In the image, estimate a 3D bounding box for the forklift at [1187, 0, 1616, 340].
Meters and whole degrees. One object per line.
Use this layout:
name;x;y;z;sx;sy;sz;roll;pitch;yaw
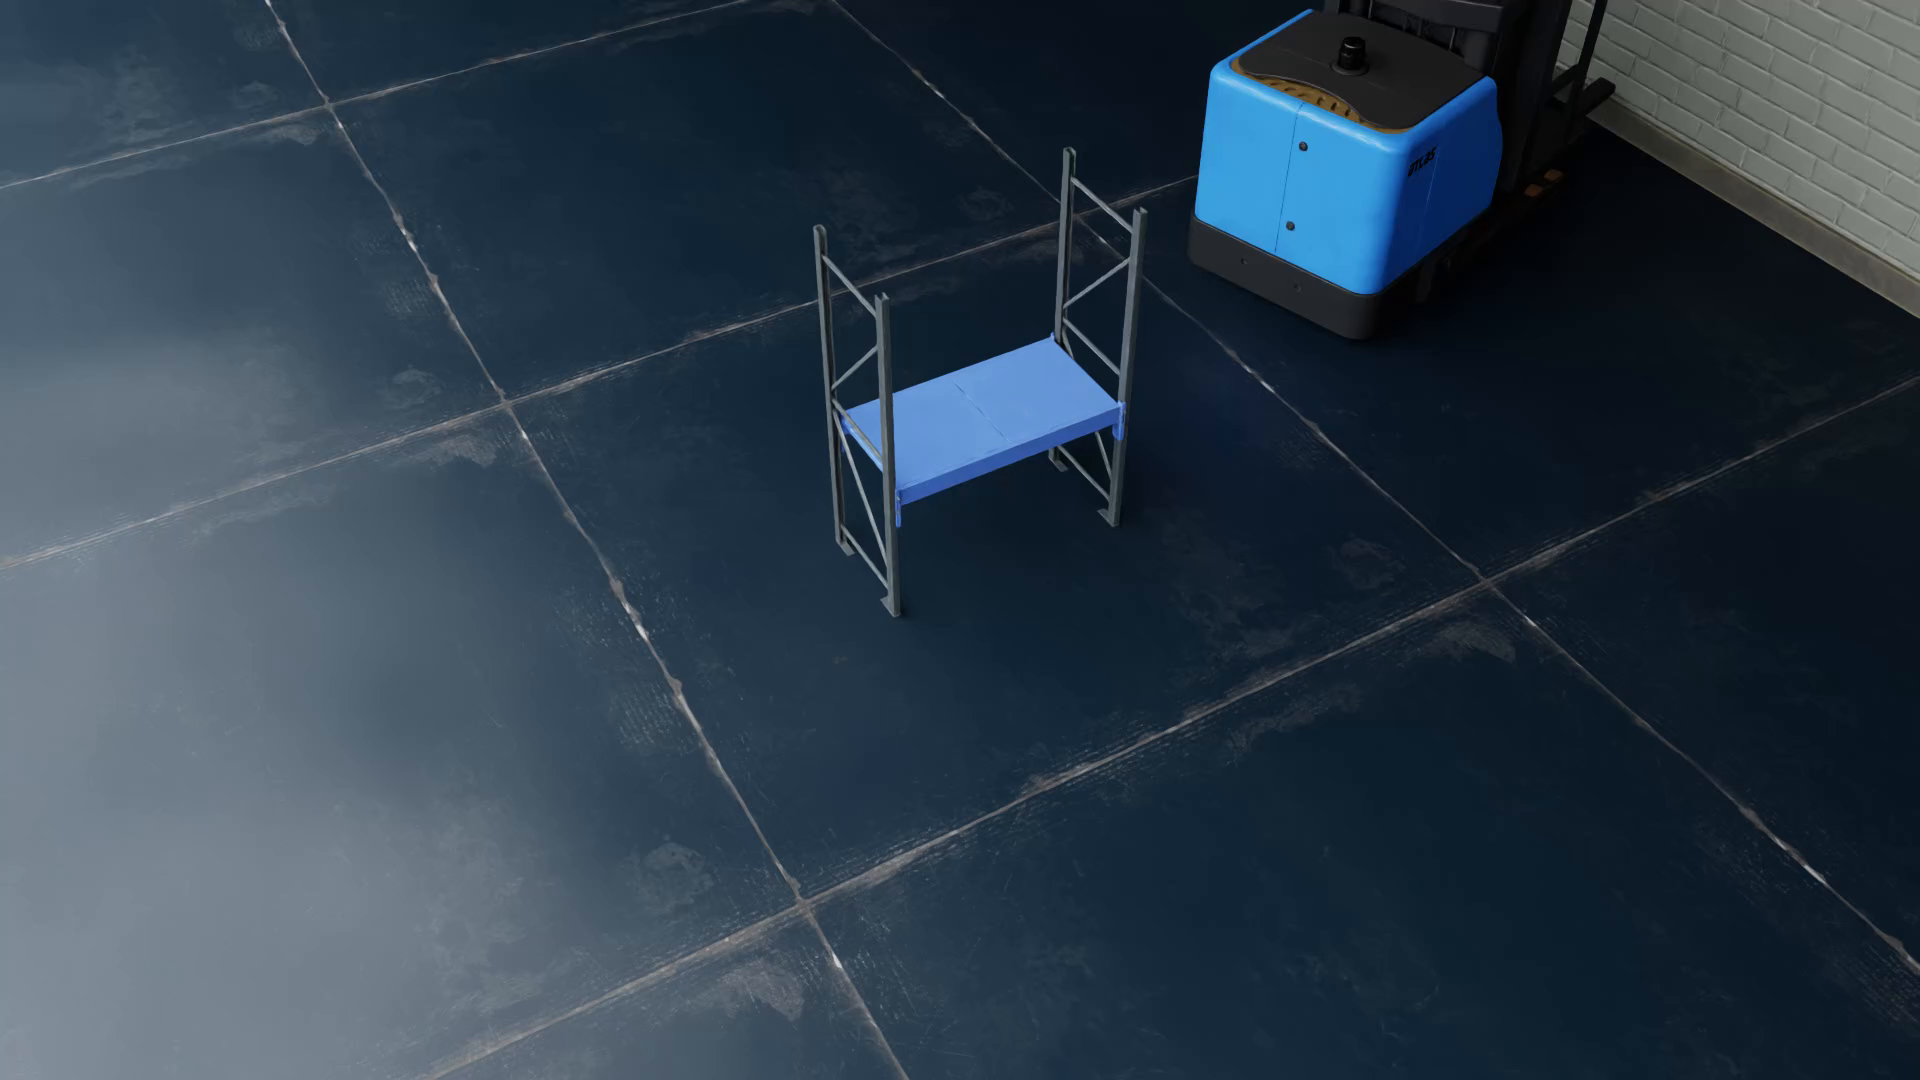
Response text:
forklift;2.471;-2.904;7.638;1.130;2.935;3.031;33;53;29

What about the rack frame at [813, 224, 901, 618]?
rack frame;-0.367;-0.391;6.076;0.032;1.500;0.500;-22;48;-21

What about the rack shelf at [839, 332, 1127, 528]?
rack shelf;0.074;-0.439;6.383;1.000;0.185;0.538;-22;48;-21

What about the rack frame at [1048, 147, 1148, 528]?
rack frame;0.515;-0.744;6.440;0.032;1.500;0.500;-22;48;-21

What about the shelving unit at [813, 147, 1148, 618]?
shelving unit;0.074;-0.568;6.258;1.048;1.500;0.538;-22;48;-21
